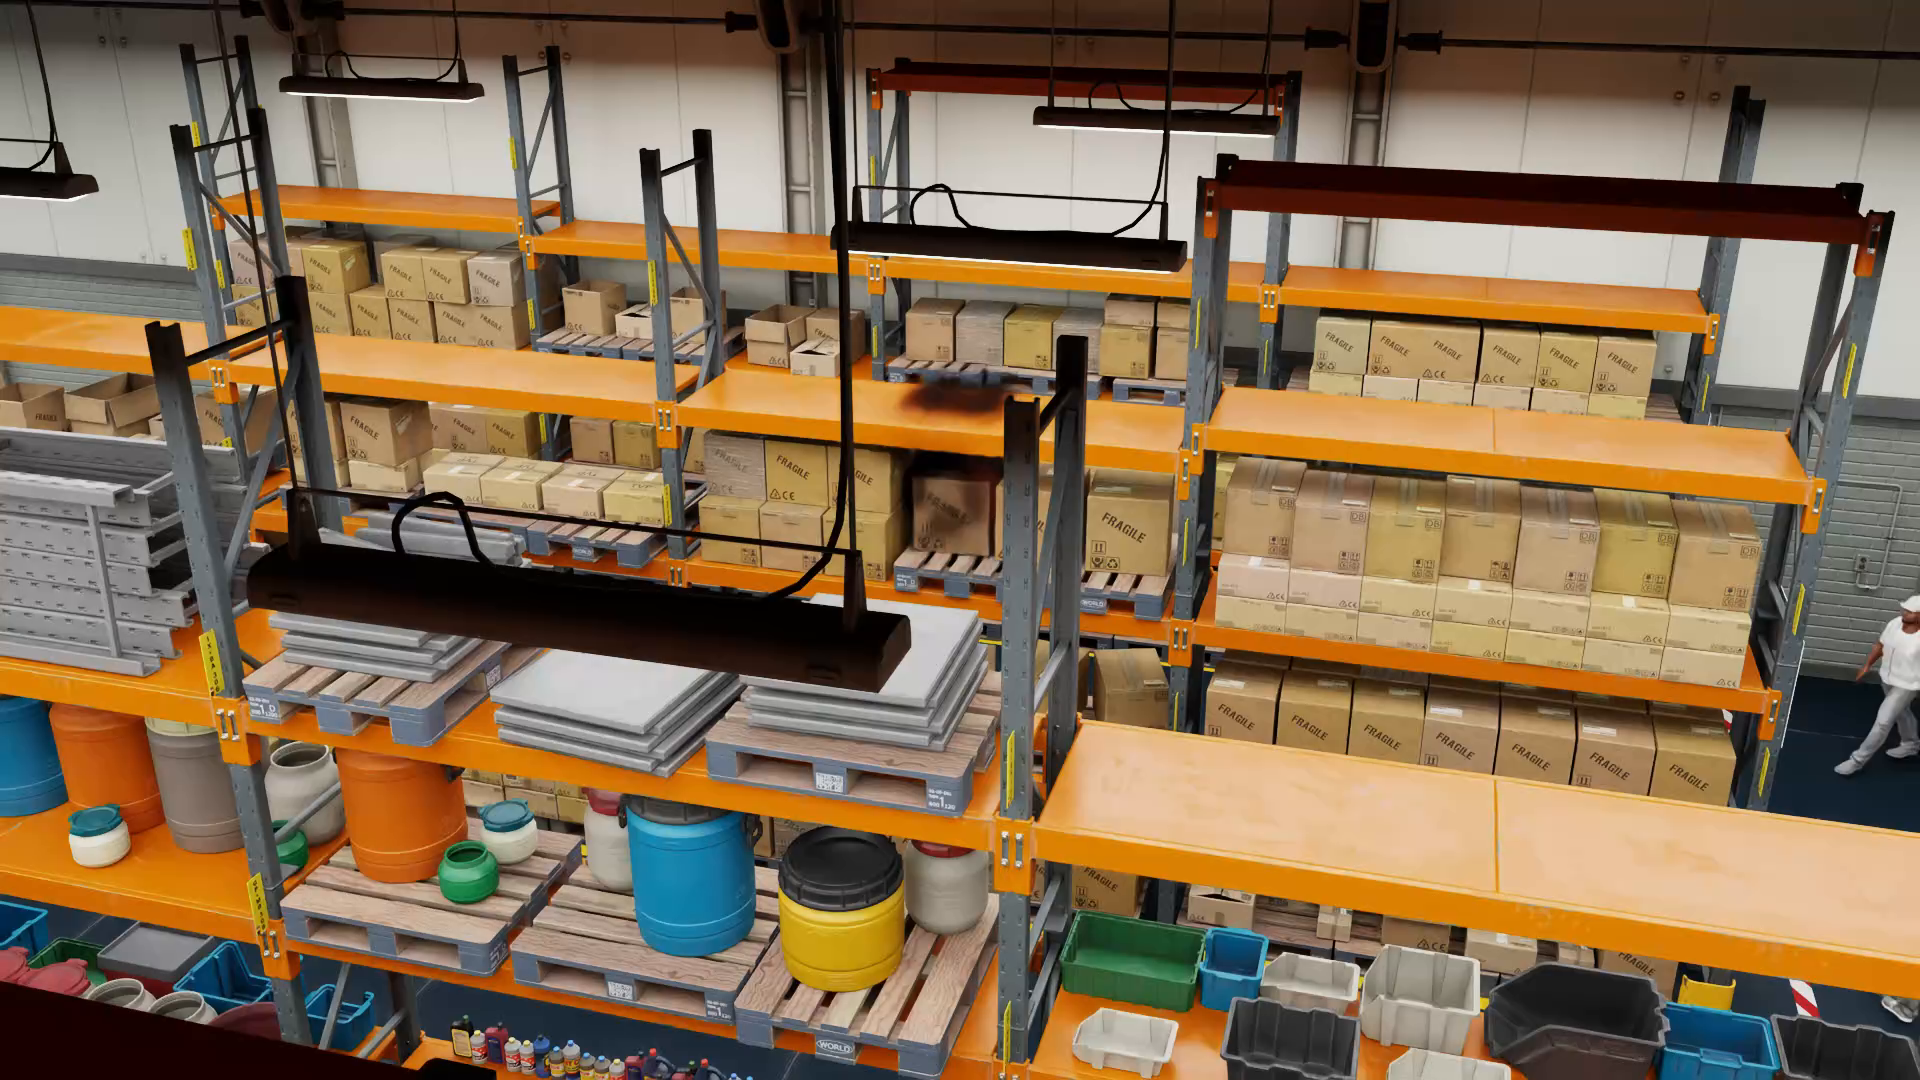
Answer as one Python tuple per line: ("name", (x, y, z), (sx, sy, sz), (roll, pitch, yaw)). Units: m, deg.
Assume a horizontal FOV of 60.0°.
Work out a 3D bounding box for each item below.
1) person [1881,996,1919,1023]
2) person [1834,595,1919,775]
("person", (6.975, 2.830, 11.870), (0.406, 1.586, 0.567), (-15, 27, -31))
("person", (8.607, 1.292, 15.360), (1.011, 1.708, 0.615), (-3, 23, -7))
